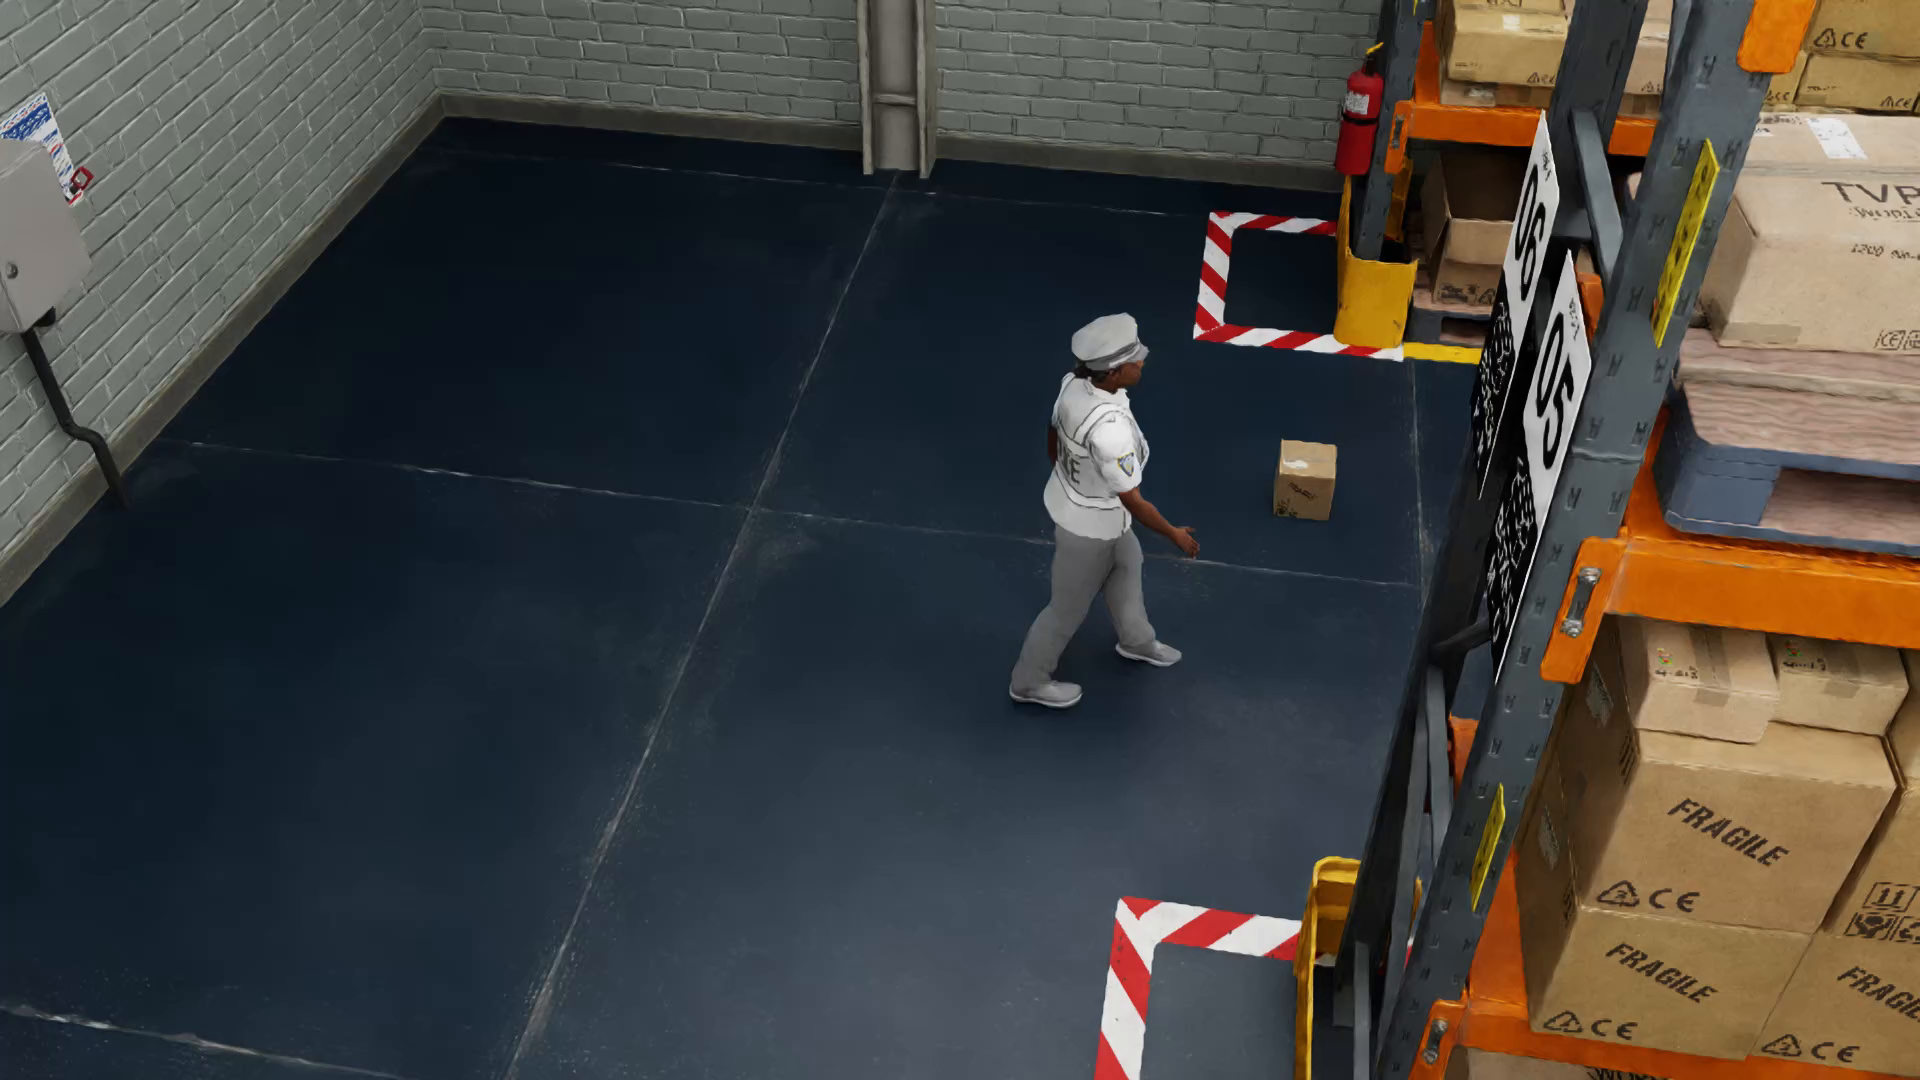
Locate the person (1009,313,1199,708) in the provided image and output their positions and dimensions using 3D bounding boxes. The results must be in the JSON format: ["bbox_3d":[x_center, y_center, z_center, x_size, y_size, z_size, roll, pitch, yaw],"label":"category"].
[{"bbox_3d":[0.541,-0.105,6.302,0.763,1.709,0.618,-8,41,-9],"label":"person"}]
